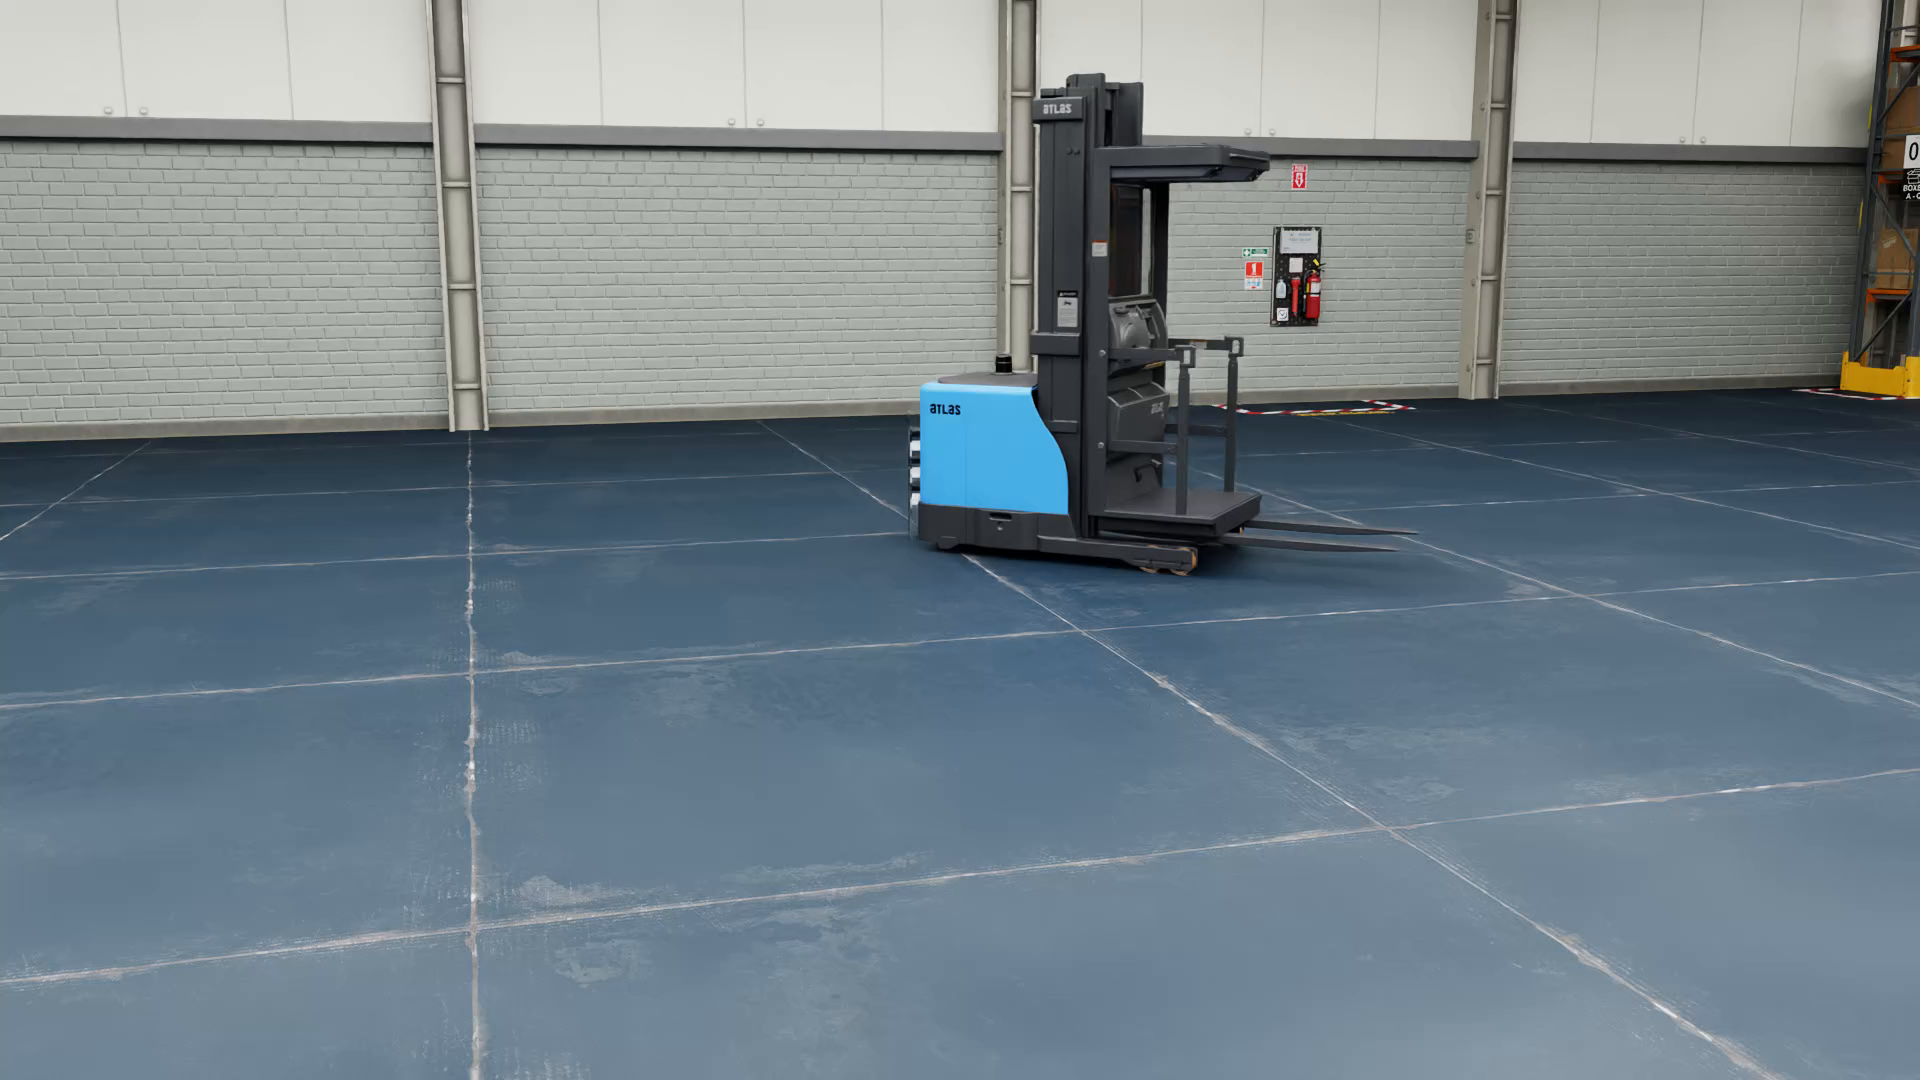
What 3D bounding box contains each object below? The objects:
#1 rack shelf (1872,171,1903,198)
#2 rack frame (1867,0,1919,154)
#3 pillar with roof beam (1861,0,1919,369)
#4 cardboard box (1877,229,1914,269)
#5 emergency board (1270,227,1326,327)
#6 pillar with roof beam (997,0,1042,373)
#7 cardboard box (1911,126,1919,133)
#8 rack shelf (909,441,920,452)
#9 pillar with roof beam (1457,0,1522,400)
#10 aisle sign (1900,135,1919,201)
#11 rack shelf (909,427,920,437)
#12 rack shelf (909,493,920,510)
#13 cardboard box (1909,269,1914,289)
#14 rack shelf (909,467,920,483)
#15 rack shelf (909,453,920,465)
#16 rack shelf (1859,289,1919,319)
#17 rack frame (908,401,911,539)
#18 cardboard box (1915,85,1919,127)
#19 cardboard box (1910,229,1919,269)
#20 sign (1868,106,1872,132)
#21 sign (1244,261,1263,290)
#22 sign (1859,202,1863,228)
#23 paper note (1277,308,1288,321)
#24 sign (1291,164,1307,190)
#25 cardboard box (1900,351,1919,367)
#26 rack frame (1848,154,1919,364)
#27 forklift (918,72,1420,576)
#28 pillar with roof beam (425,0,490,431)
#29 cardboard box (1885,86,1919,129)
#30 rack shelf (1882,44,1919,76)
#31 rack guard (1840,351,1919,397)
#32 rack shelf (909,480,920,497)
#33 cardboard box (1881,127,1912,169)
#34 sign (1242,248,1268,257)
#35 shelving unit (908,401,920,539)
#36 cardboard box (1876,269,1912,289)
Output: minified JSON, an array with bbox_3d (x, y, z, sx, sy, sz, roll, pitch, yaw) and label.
[{"bbox_3d":[13.665,-4.576,21.322,4.000,0.370,1.077,-3,11,-16],"label":"rack shelf"},{"bbox_3d":[11.745,-6.304,20.435,0.127,3.000,1.000,-3,11,-16],"label":"rack frame"},{"bbox_3d":[13.379,-5.742,17.380,0.400,9.000,9.100,-3,11,-16],"label":"pillar with roof beam"},{"bbox_3d":[12.138,-3.719,21.253,0.500,0.500,0.500,-3,11,-17],"label":"cardboard box"},{"bbox_3d":[4.031,-3.117,19.695,0.643,1.169,0.194,-3,11,-16],"label":"emergency board"},{"bbox_3d":[1.857,-5.134,14.081,0.400,9.000,9.100,-3,11,-16],"label":"pillar with roof beam"},{"bbox_3d":[12.136,-4.861,20.552,0.500,0.500,0.500,-3,11,-14],"label":"cardboard box"},{"bbox_3d":[-0.235,-0.614,11.088,0.200,0.077,0.258,-1,10,-5],"label":"rack shelf"},{"bbox_3d":[7.618,-5.438,15.730,0.400,9.000,9.100,-3,11,-16],"label":"pillar with roof beam"},{"bbox_3d":[11.760,-4.576,20.440,0.004,0.787,0.394,-3,11,-16],"label":"aisle sign"},{"bbox_3d":[-0.235,-0.703,11.072,0.200,0.077,0.258,-1,10,-5],"label":"rack shelf"},{"bbox_3d":[-0.235,-0.260,11.153,0.200,0.077,0.258,-1,10,-5],"label":"rack shelf"},{"bbox_3d":[12.302,-3.259,20.825,0.500,0.250,0.500,-3,11,-18],"label":"cardboard box"},{"bbox_3d":[-0.235,-0.437,11.120,0.200,0.077,0.258,-1,10,-5],"label":"rack shelf"},{"bbox_3d":[-0.235,-0.526,11.104,0.200,0.077,0.258,-1,10,-5],"label":"rack shelf"},{"bbox_3d":[13.665,-3.101,21.594,4.000,0.370,1.077,-3,11,-16],"label":"rack shelf"},{"bbox_3d":[-0.336,-0.469,11.106,0.006,0.900,0.240,-1,10,-5],"label":"rack frame"},{"bbox_3d":[12.183,-5.357,20.482,0.500,0.500,0.500,-4,11,-20],"label":"cardboard box"},{"bbox_3d":[12.287,-3.630,20.770,0.500,0.500,0.500,-3,11,-16],"label":"cardboard box"},{"bbox_3d":[11.609,-5.362,21.156,0.005,0.325,0.100,-3,11,-16],"label":"sign"},{"bbox_3d":[3.471,-3.125,19.637,0.234,0.329,0.001,-3,11,-16],"label":"sign"},{"bbox_3d":[11.609,-4.176,21.375,0.005,0.325,0.100,-3,11,-16],"label":"sign"},{"bbox_3d":[3.842,-2.687,19.792,0.142,0.148,0.016,-3,11,-16],"label":"paper note"},{"bbox_3d":[3.996,-4.274,19.577,0.199,0.298,0.001,-3,11,-16],"label":"sign"},{"bbox_3d":[12.435,-2.267,21.287,0.500,0.311,0.500,-4,11,-22],"label":"cardboard box"},{"bbox_3d":[11.745,-3.354,20.979,0.127,3.000,1.000,-3,11,-16],"label":"rack frame"},{"bbox_3d":[1.287,-1.339,10.225,3.031,2.935,1.130,5,12,25],"label":"forklift"},{"bbox_3d":[-3.904,-4.831,12.432,0.400,9.000,9.100,-3,11,-16],"label":"pillar with roof beam"},{"bbox_3d":[12.086,-5.447,20.971,0.500,0.500,0.500,-3,11,-13],"label":"cardboard box"},{"bbox_3d":[13.665,-6.050,21.051,4.000,0.370,1.077,-3,11,-16],"label":"rack shelf"},{"bbox_3d":[11.818,-2.128,21.226,0.348,0.500,1.175,-3,11,-16],"label":"rack guard"},{"bbox_3d":[-0.235,-0.349,11.136,0.200,0.077,0.258,-1,10,-5],"label":"rack shelf"},{"bbox_3d":[12.075,-4.953,21.050,0.500,0.500,0.500,-2,11,-12],"label":"cardboard box"},{"bbox_3d":[3.478,-3.384,19.582,0.331,0.109,0.001,-3,11,-16],"label":"sign"},{"bbox_3d":[-0.235,-0.470,11.114,0.210,0.900,0.258,-1,10,-5],"label":"shelving unit"},{"bbox_3d":[12.140,-3.347,21.302,0.500,0.250,0.500,-3,11,-15],"label":"cardboard box"}]
